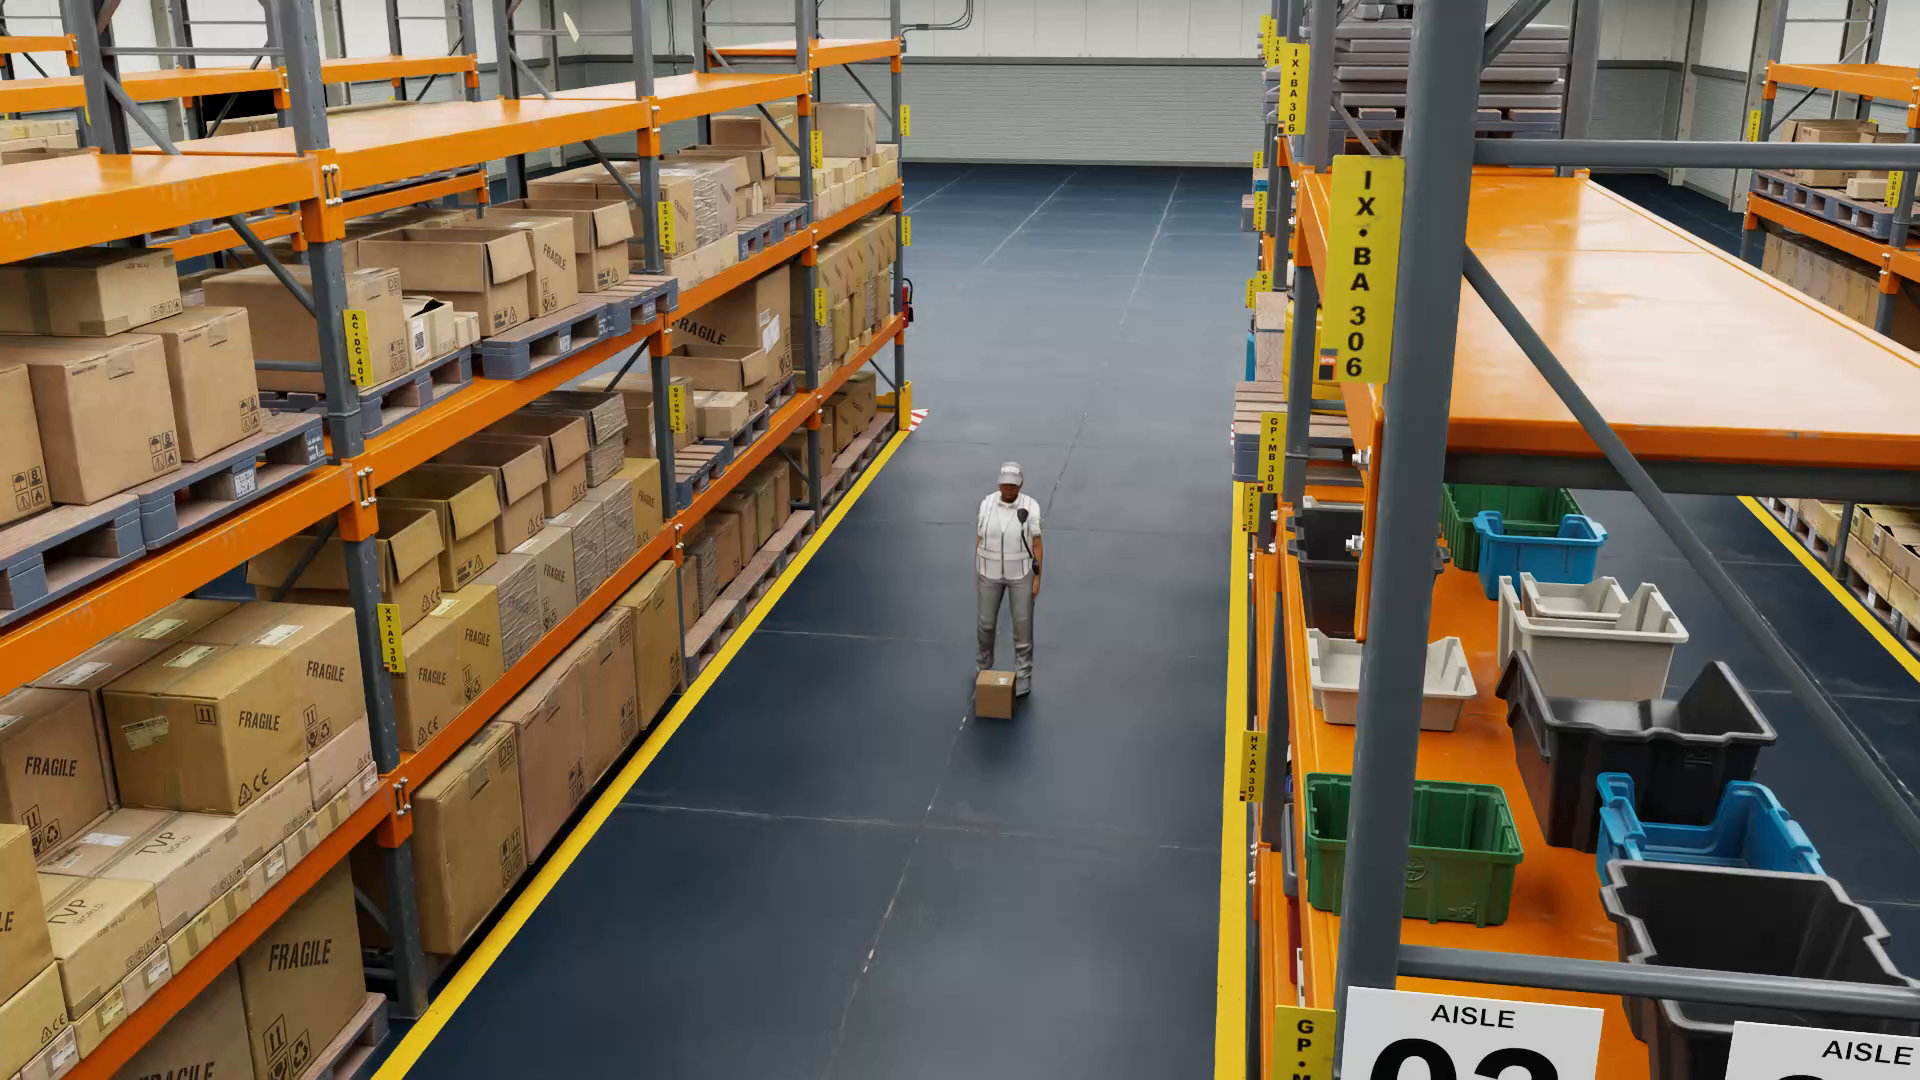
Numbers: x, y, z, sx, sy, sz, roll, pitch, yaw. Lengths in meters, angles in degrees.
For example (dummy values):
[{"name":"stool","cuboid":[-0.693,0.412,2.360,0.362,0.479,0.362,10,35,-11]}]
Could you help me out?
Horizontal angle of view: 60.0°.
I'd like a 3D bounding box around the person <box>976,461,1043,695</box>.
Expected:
[{"name":"person","cuboid":[0.337,0.286,11.773,0.485,1.721,0.386,3,18,10]}]
